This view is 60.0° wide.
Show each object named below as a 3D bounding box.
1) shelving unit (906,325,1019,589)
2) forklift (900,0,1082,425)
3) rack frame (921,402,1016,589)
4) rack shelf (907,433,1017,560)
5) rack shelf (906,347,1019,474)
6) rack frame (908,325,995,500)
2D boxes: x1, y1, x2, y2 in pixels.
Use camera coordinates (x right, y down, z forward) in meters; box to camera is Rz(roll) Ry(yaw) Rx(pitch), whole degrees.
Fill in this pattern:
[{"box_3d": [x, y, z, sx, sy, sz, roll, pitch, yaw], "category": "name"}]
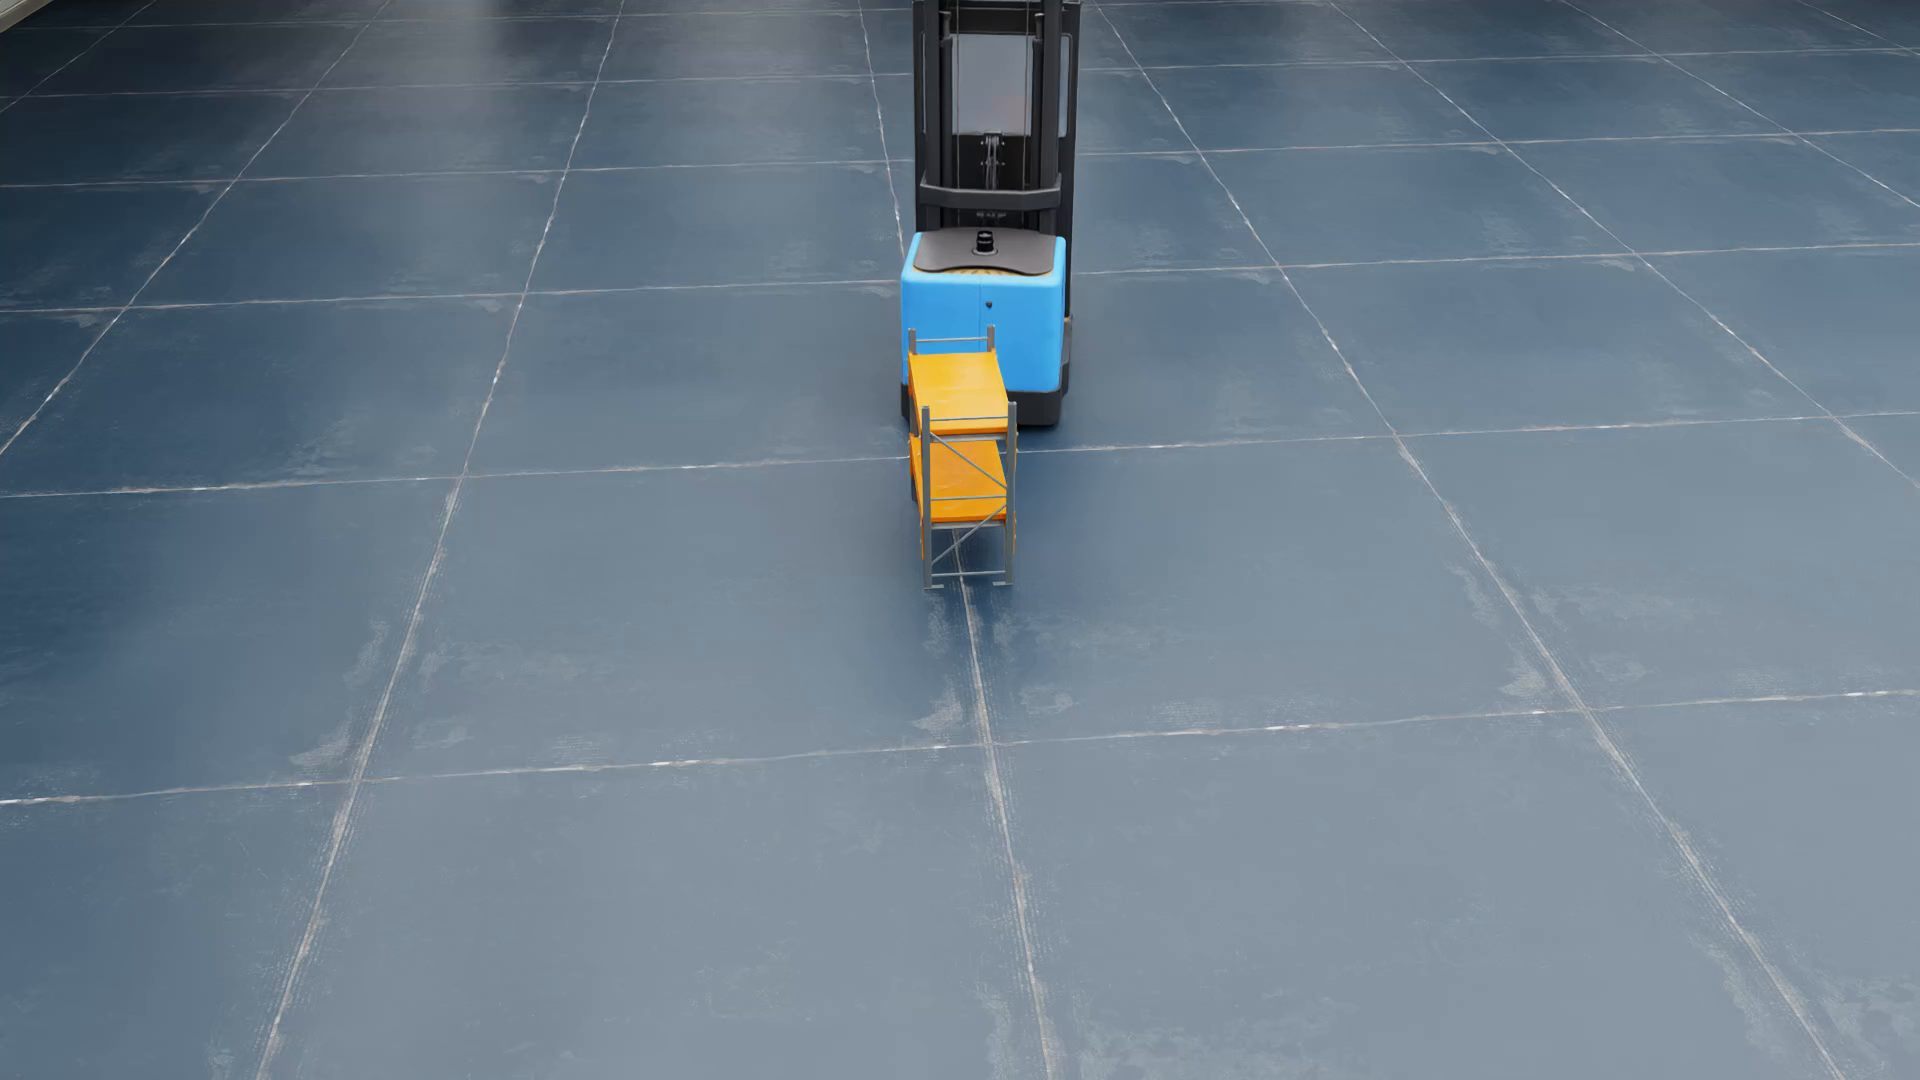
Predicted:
[{"box_3d": [-0.001, -0.486, 9.467, 0.538, 1.125, 1.048, -3, 31, -5], "category": "shelving unit"}, {"box_3d": [0.258, -2.738, 11.476, 1.130, 2.935, 3.031, 3, 31, 4], "category": "forklift"}, {"box_3d": [0.047, -0.227, 9.033, 0.500, 1.125, 0.032, -3, 31, -5], "category": "rack frame"}, {"box_3d": [-0.001, -0.276, 9.593, 0.538, 0.278, 1.000, -3, 31, -5], "category": "rack shelf"}, {"box_3d": [-0.001, -0.738, 9.317, 0.538, 0.278, 1.000, -3, 31, -5], "category": "rack shelf"}, {"box_3d": [-0.048, -0.746, 9.902, 0.500, 1.125, 0.032, -3, 31, -5], "category": "rack frame"}]
